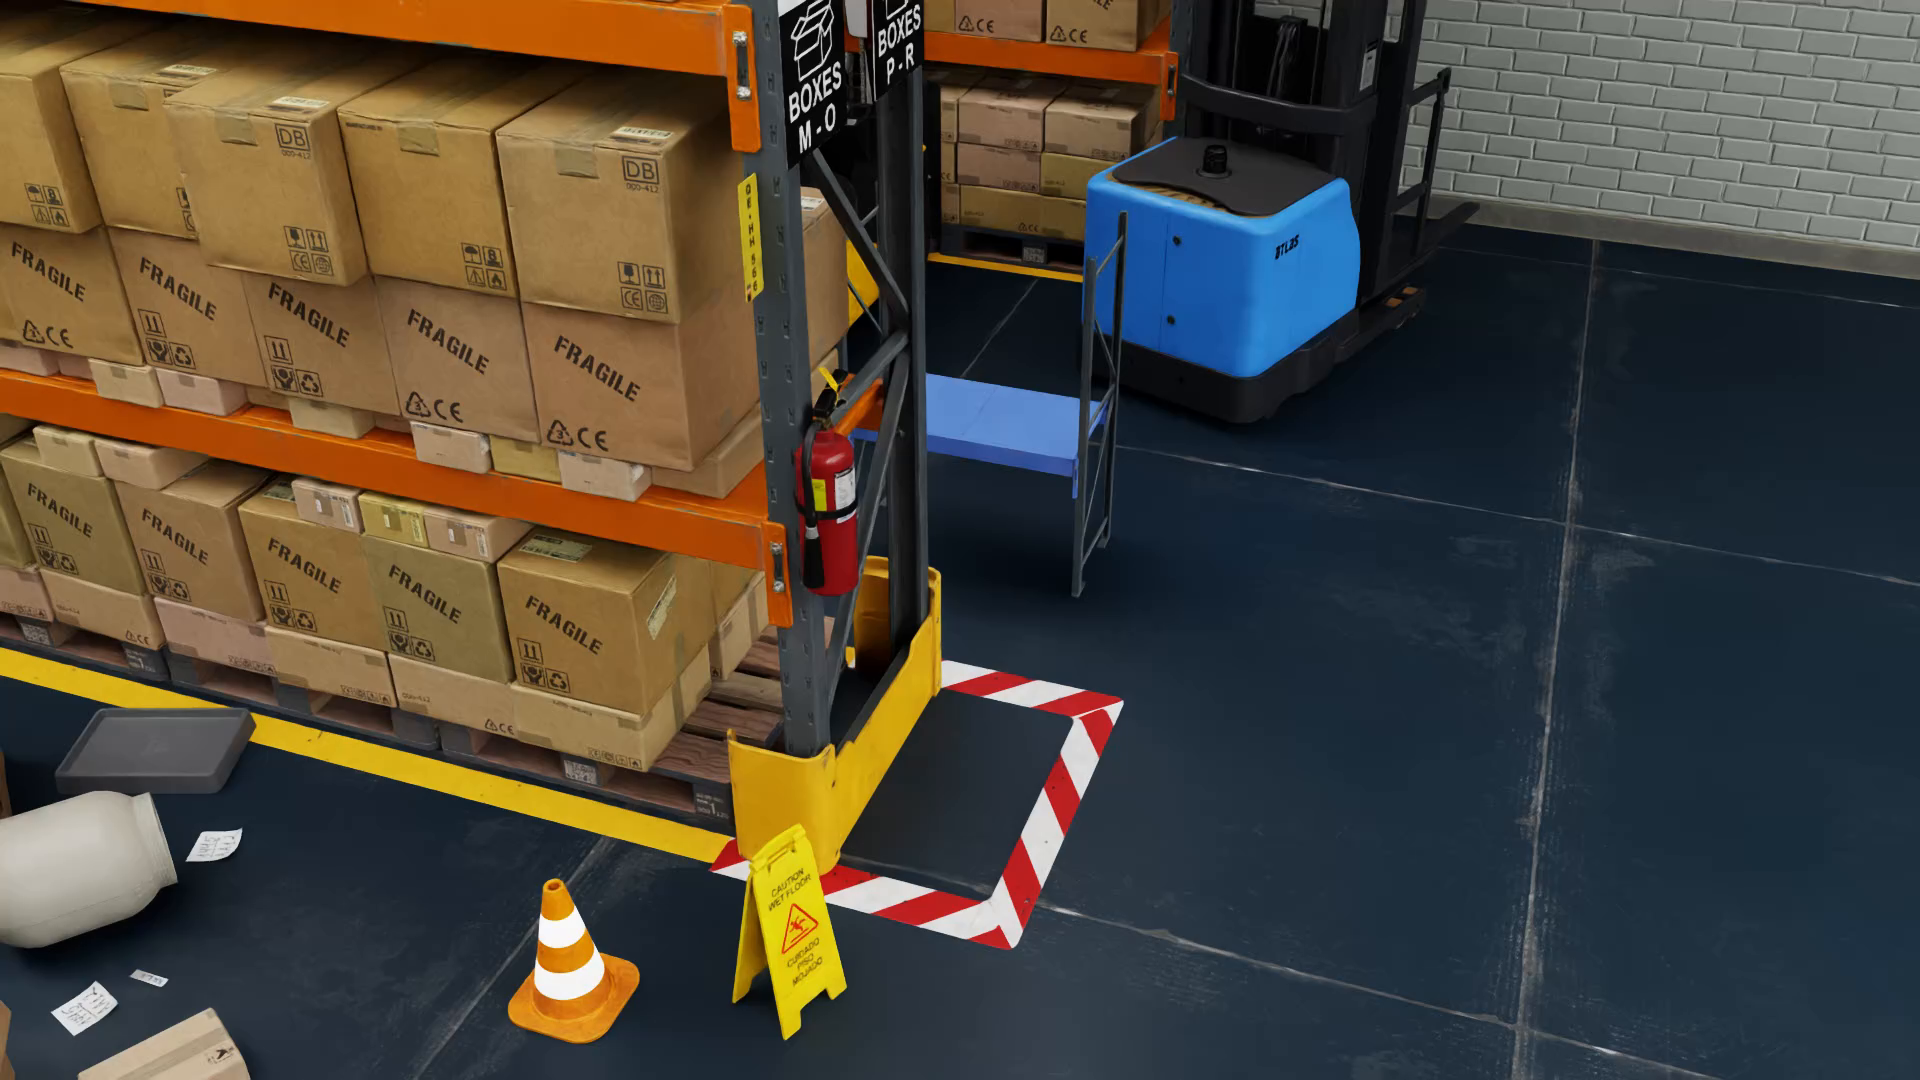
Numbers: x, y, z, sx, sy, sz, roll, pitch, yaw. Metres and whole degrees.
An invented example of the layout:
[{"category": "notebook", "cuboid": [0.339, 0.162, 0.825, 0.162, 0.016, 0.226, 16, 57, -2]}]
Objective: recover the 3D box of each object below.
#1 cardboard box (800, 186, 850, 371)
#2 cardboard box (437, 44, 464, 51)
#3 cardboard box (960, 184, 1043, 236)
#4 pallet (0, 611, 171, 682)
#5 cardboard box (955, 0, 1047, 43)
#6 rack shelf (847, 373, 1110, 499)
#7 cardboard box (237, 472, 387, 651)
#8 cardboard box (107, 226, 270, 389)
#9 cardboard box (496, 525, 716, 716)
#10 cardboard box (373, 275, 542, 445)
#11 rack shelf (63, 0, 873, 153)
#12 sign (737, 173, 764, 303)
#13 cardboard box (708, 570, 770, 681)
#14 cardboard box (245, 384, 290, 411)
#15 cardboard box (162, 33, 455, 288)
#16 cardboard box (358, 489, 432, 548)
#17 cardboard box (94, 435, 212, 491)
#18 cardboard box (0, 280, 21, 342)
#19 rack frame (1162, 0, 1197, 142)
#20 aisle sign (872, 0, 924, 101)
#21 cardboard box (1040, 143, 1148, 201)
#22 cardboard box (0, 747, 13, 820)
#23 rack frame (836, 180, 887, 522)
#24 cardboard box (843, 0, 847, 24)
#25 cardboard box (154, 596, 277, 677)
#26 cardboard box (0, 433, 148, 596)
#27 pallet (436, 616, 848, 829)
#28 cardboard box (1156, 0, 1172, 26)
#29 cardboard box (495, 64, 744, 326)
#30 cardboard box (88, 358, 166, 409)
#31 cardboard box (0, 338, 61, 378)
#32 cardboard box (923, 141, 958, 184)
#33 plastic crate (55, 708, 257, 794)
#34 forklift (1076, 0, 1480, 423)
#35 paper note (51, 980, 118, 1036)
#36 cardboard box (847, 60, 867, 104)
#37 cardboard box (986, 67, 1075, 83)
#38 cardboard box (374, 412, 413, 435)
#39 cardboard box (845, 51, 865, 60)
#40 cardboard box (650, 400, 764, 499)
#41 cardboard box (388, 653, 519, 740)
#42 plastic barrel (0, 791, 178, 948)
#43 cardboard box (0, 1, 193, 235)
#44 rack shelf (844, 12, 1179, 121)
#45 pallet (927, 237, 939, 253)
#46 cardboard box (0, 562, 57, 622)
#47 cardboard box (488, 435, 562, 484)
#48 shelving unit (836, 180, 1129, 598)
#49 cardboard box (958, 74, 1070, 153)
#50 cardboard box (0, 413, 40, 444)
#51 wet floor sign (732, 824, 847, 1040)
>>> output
[{"category": "cardboard box", "cuboid": [-0.692, -0.843, 5.423, 0.500, 0.500, 0.500, 10, 34, 16]}, {"category": "cardboard box", "cuboid": [-2.929, -2.983, 10.907, 0.625, 0.625, 0.875, 13, 35, 19]}, {"category": "cardboard box", "cuboid": [0.318, -2.024, 9.768, 0.500, 0.250, 0.500, 11, 34, 16]}, {"category": "pallet", "cuboid": [-3.461, 0.097, 6.905, 1.213, 0.211, 1.003, 11, 34, 16]}, {"category": "cardboard box", "cuboid": [0.294, -3.080, 9.163, 0.500, 0.500, 0.500, 12, 35, 18]}, {"category": "rack shelf", "cuboid": [0.080, -0.463, 6.917, 1.000, 0.185, 0.538, 11, 34, 16]}, {"category": "cardboard box", "cuboid": [-2.147, 0.013, 5.921, 0.500, 0.500, 0.500, 10, 34, 15]}, {"category": "cardboard box", "cuboid": [-2.354, -0.863, 5.454, 0.500, 0.500, 0.500, 11, 35, 17]}, {"category": "cardboard box", "cuboid": [-1.182, 0.203, 5.627, 0.500, 0.500, 0.500, 11, 35, 17]}, {"category": "cardboard box", "cuboid": [-1.413, -0.667, 5.151, 0.500, 0.500, 0.500, 11, 34, 17]}, {"category": "rack shelf", "cuboid": [-2.222, -1.771, 5.126, 4.000, 0.370, 1.077, 11, 34, 16]}, {"category": "sign", "cuboid": [-0.546, -0.787, 4.345, 0.005, 0.325, 0.100, 11, 34, 16]}, {"category": "cardboard box", "cuboid": [-1.006, 0.242, 6.257, 0.500, 0.250, 0.500, 11, 34, 16]}, {"category": "cardboard box", "cuboid": [-2.196, -0.591, 5.631, 0.250, 0.149, 0.380, 11, 34, 16]}, {"category": "cardboard box", "cuboid": [-1.883, -1.154, 4.983, 0.500, 0.500, 0.700, 11, 34, 16]}, {"category": "cardboard box", "cuboid": [-1.785, -0.150, 5.576, 0.250, 0.149, 0.380, 12, 35, 17]}, {"category": "cardboard box", "cuboid": [-2.804, -0.348, 5.882, 0.250, 0.149, 0.380, 13, 35, 19]}, {"category": "cardboard box", "cuboid": [-3.304, -1.044, 5.734, 0.500, 0.500, 0.500, 11, 34, 16]}, {"category": "rack frame", "cuboid": [1.332, -2.983, 9.104, 0.127, 3.000, 1.000, 11, 34, 16]}, {"category": "aisle sign", "cuboid": [-0.177, -1.687, 4.700, 0.004, 0.787, 0.394, 11, 34, 16]}, {"category": "cardboard box", "cuboid": [0.768, -2.143, 9.491, 0.500, 0.250, 0.500, 11, 34, 16]}, {"category": "cardboard box", "cuboid": [-3.555, 0.761, 5.609, 0.500, 0.500, 0.500, -18, 37, -25]}, {"category": "rack frame", "cuboid": [-0.398, -0.707, 6.963, 0.032, 1.500, 0.500, 11, 34, 16]}, {"category": "cardboard box", "cuboid": [-0.665, -3.260, 9.442, 0.500, 0.500, 0.500, 11, 35, 17]}, {"category": "cardboard box", "cuboid": [-2.634, 0.233, 6.272, 0.500, 0.250, 0.500, 11, 34, 16]}, {"category": "cardboard box", "cuboid": [-3.133, -0.178, 6.217, 0.500, 0.500, 0.500, 12, 35, 18]}, {"category": "pallet", "cuboid": [-1.164, 0.543, 6.214, 1.213, 0.211, 1.003, 11, 34, 16]}, {"category": "cardboard box", "cuboid": [0.959, -3.257, 9.437, 0.500, 0.500, 0.500, 12, 35, 18]}, {"category": "cardboard box", "cuboid": [-0.894, -1.016, 4.771, 0.500, 0.500, 0.700, 10, 34, 15]}, {"category": "cardboard box", "cuboid": [-2.716, -0.614, 5.666, 0.250, 0.149, 0.380, 11, 34, 17]}, {"category": "cardboard box", "cuboid": [-3.180, -0.737, 5.857, 0.250, 0.149, 0.380, 12, 35, 18]}, {"category": "cardboard box", "cuboid": [-0.194, -2.324, 9.772, 0.500, 0.250, 0.500, 10, 34, 15]}, {"category": "plastic crate", "cuboid": [-2.904, 0.753, 6.010, 0.583, 0.080, 0.402, 0, 33, 0]}, {"category": "forklift", "cuboid": [1.907, -2.525, 8.459, 1.130, 2.935, 3.031, 23, 40, 32]}, {"category": "paper note", "cuboid": [-2.650, 1.416, 5.039, 0.142, 0.019, 0.148, 24, 40, 32]}, {"category": "cardboard box", "cuboid": [-0.643, -2.623, 9.774, 0.500, 0.250, 0.500, 10, 34, 15]}, {"category": "cardboard box", "cuboid": [0.471, -2.698, 9.890, 0.500, 0.250, 0.500, 11, 34, 17]}, {"category": "cardboard box", "cuboid": [-1.720, -0.499, 5.489, 0.250, 0.149, 0.380, 11, 35, 17]}, {"category": "cardboard box", "cuboid": [-0.476, -2.892, 10.191, 0.500, 0.250, 0.500, 10, 34, 16]}, {"category": "cardboard box", "cuboid": [-0.764, -0.301, 5.183, 0.250, 0.149, 0.380, 12, 35, 18]}, {"category": "cardboard box", "cuboid": [-1.676, 0.422, 5.979, 0.500, 0.250, 0.500, 11, 34, 17]}, {"category": "plastic barrel", "cuboid": [-2.795, 1.030, 5.265, 0.512, 0.421, 0.421, -18, 37, -25]}, {"category": "cardboard box", "cuboid": [-2.827, -1.365, 5.310, 0.500, 0.500, 0.700, 10, 34, 15]}, {"category": "rack shelf", "cuboid": [-0.551, -3.046, 9.866, 4.000, 0.370, 1.077, 11, 34, 16]}, {"category": "pallet", "cuboid": [-0.547, -2.154, 10.391, 1.213, 0.211, 1.003, 11, 34, 16]}, {"category": "cardboard box", "cuboid": [-3.641, 0.045, 6.562, 0.500, 0.250, 0.500, 9, 34, 14]}, {"category": "cardboard box", "cuboid": [-1.274, -0.349, 5.256, 0.250, 0.149, 0.380, 10, 34, 16]}, {"category": "shelving unit", "cuboid": [0.080, -0.614, 6.819, 1.048, 1.500, 0.538, 11, 34, 16]}, {"category": "cardboard box", "cuboid": [0.310, -2.439, 9.489, 0.500, 0.250, 0.500, 12, 35, 17]}, {"category": "cardboard box", "cuboid": [-3.543, -0.489, 6.100, 0.250, 0.149, 0.380, 11, 35, 17]}, {"category": "wet floor sign", "cuboid": [-0.522, 1.123, 4.916, 0.232, 0.644, 0.267, 24, 40, 32]}]
